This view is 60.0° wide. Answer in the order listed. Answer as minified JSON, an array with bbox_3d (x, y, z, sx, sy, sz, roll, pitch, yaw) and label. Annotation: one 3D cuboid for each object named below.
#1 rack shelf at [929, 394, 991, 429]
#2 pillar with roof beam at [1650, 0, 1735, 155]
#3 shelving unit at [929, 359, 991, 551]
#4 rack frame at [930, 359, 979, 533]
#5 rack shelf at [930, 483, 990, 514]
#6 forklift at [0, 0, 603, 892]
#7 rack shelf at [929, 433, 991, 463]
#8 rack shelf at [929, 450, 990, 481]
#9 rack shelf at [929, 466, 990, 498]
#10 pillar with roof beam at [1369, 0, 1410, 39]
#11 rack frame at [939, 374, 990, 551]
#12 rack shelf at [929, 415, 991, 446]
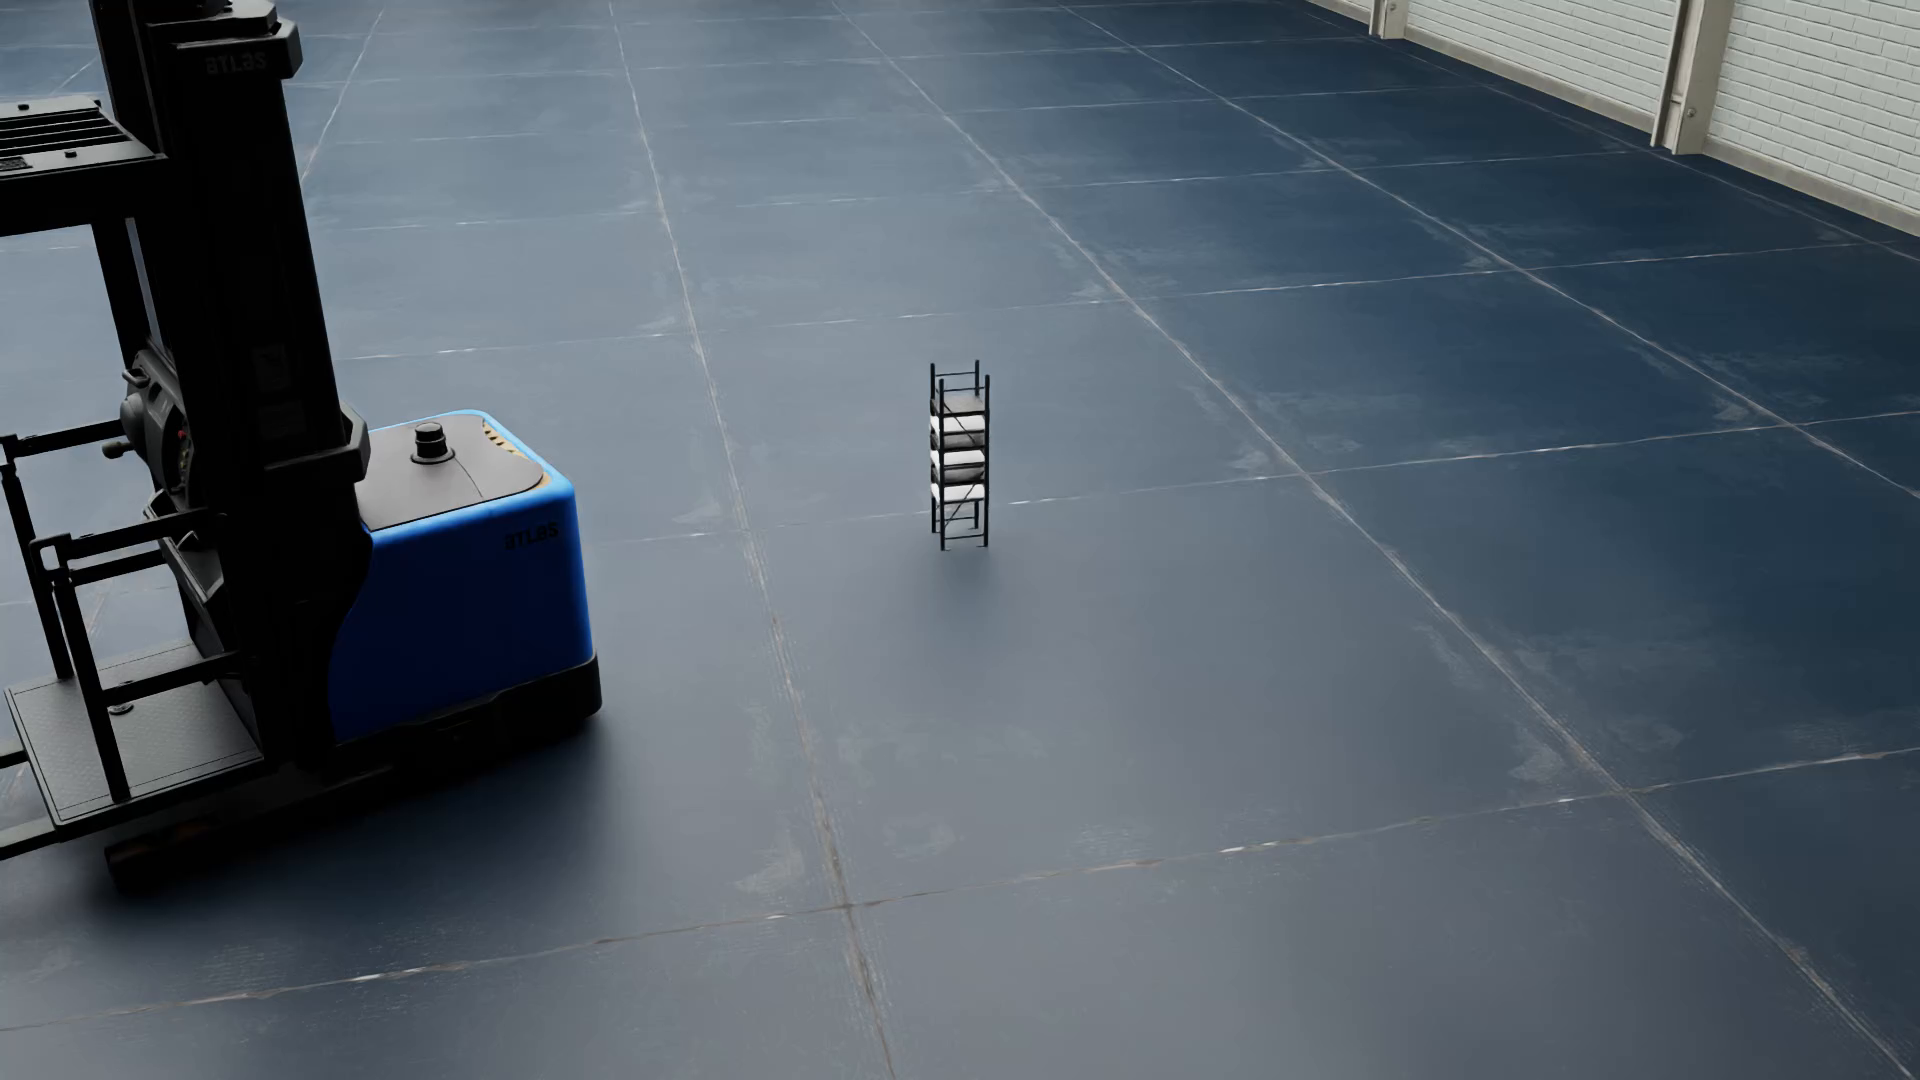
[{"bbox_3d":[-0.002,-0.617,7.948,0.258,0.077,0.200,-6,27,-12],"label":"rack shelf"},{"bbox_3d":[2.466,-7.213,12.553,9.100,9.000,0.400,-6,27,-12],"label":"pillar with roof beam"},{"bbox_3d":[-0.002,-0.405,8.054,0.258,0.900,0.210,-6,27,-12],"label":"shelving unit"},{"bbox_3d":[-0.025,-0.450,8.143,0.240,0.900,0.006,-6,27,-12],"label":"rack frame"},{"bbox_3d":[-0.002,-0.215,8.150,0.258,0.077,0.200,-6,27,-12],"label":"rack shelf"},{"bbox_3d":[-2.948,-0.354,5.698,3.031,2.935,1.130,-18,32,-31],"label":"forklift"},{"bbox_3d":[-0.002,-0.456,8.029,0.258,0.077,0.200,-6,27,-12],"label":"rack shelf"},{"bbox_3d":[-0.002,-0.376,8.069,0.258,0.077,0.200,-6,27,-12],"label":"rack shelf"},{"bbox_3d":[-0.002,-0.295,8.110,0.258,0.077,0.200,-6,27,-12],"label":"rack shelf"},{"bbox_3d":[1.114,-9.847,17.772,9.100,9.000,0.400,-6,27,-12],"label":"pillar with roof beam"},{"bbox_3d":[0.021,-0.361,7.966,0.240,0.900,0.006,-6,27,-12],"label":"rack frame"},{"bbox_3d":[-0.002,-0.536,7.988,0.258,0.077,0.200,-6,27,-12],"label":"rack shelf"}]
